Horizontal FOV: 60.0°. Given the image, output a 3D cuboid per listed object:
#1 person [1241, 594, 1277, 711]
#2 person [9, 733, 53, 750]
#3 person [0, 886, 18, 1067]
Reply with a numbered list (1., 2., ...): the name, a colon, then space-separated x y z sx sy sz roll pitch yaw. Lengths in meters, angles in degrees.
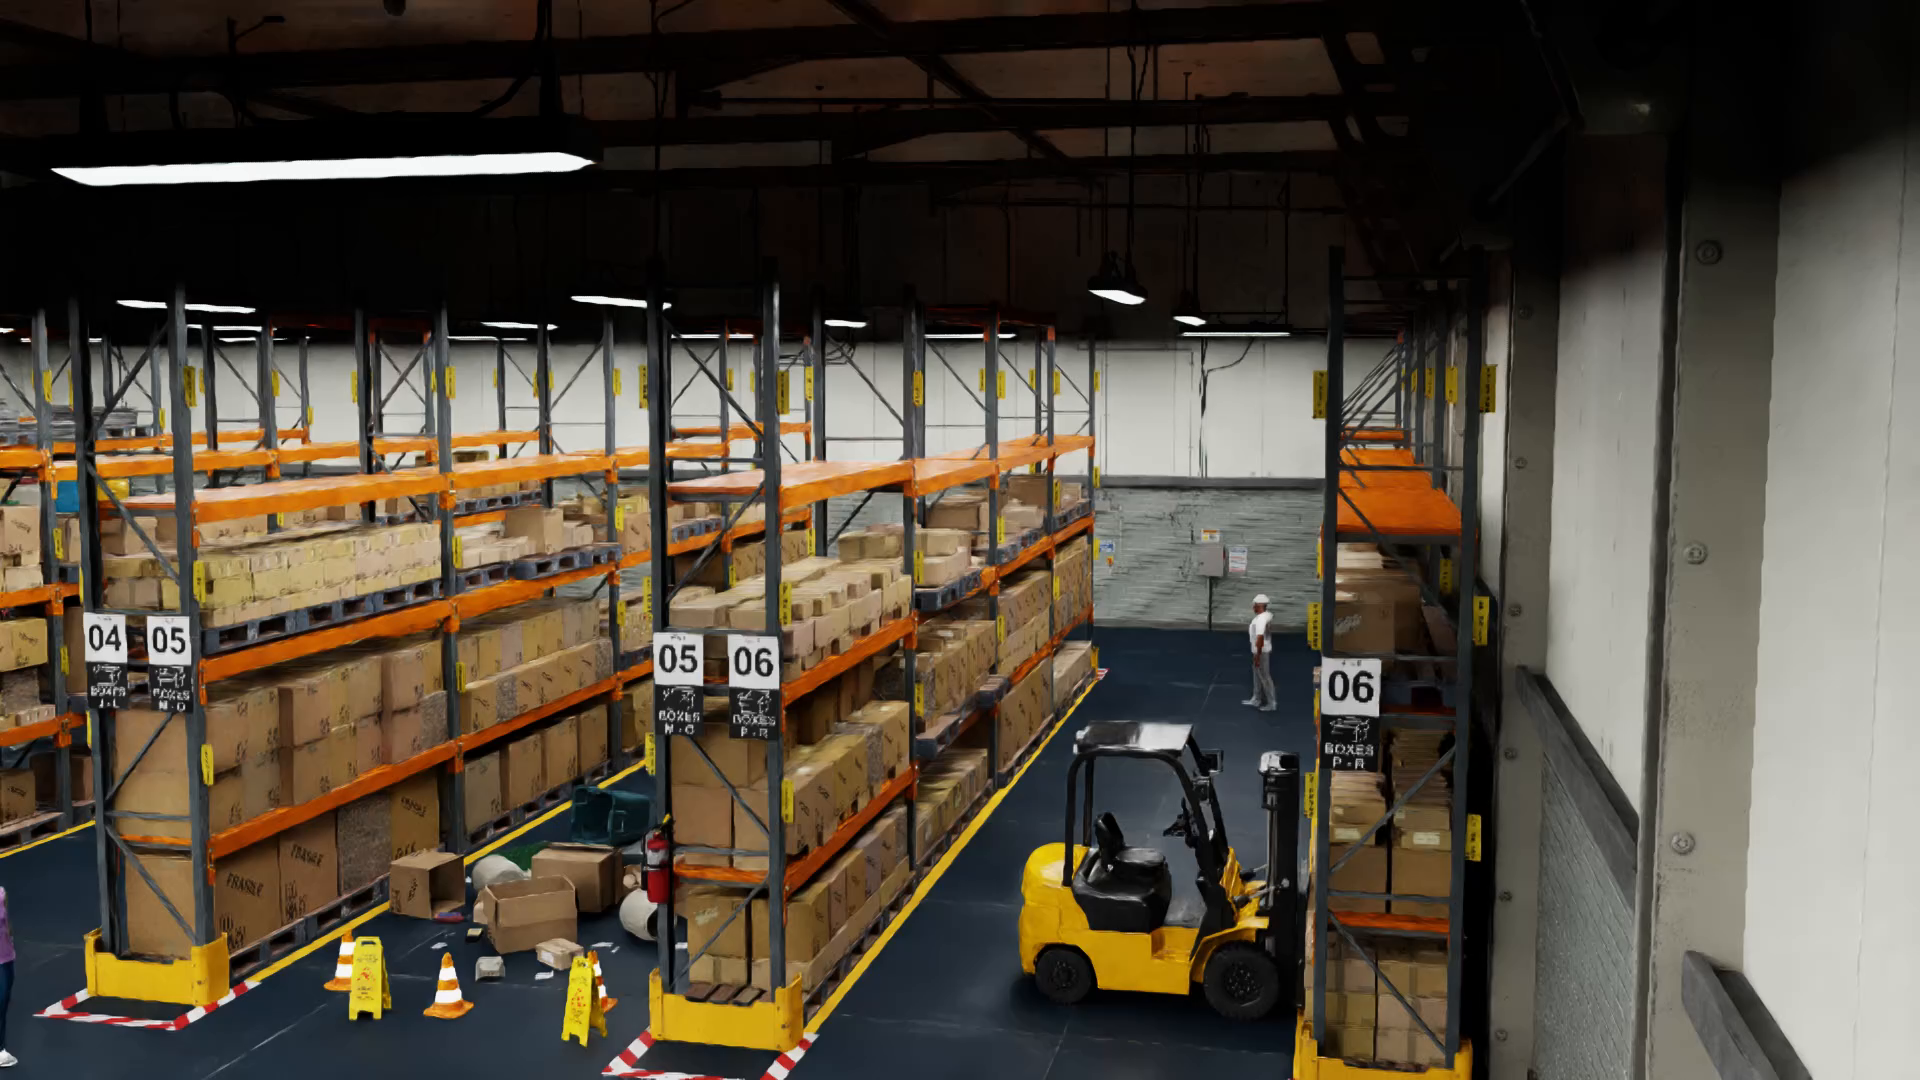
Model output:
1. person: 4.610 1.705 25.569 0.580 1.767 0.735 2 6 17
2. person: -12.814 2.041 22.931 0.456 1.589 1.088 2 6 15
3. person: -7.342 3.145 12.315 0.596 1.577 0.445 -4 7 -35
